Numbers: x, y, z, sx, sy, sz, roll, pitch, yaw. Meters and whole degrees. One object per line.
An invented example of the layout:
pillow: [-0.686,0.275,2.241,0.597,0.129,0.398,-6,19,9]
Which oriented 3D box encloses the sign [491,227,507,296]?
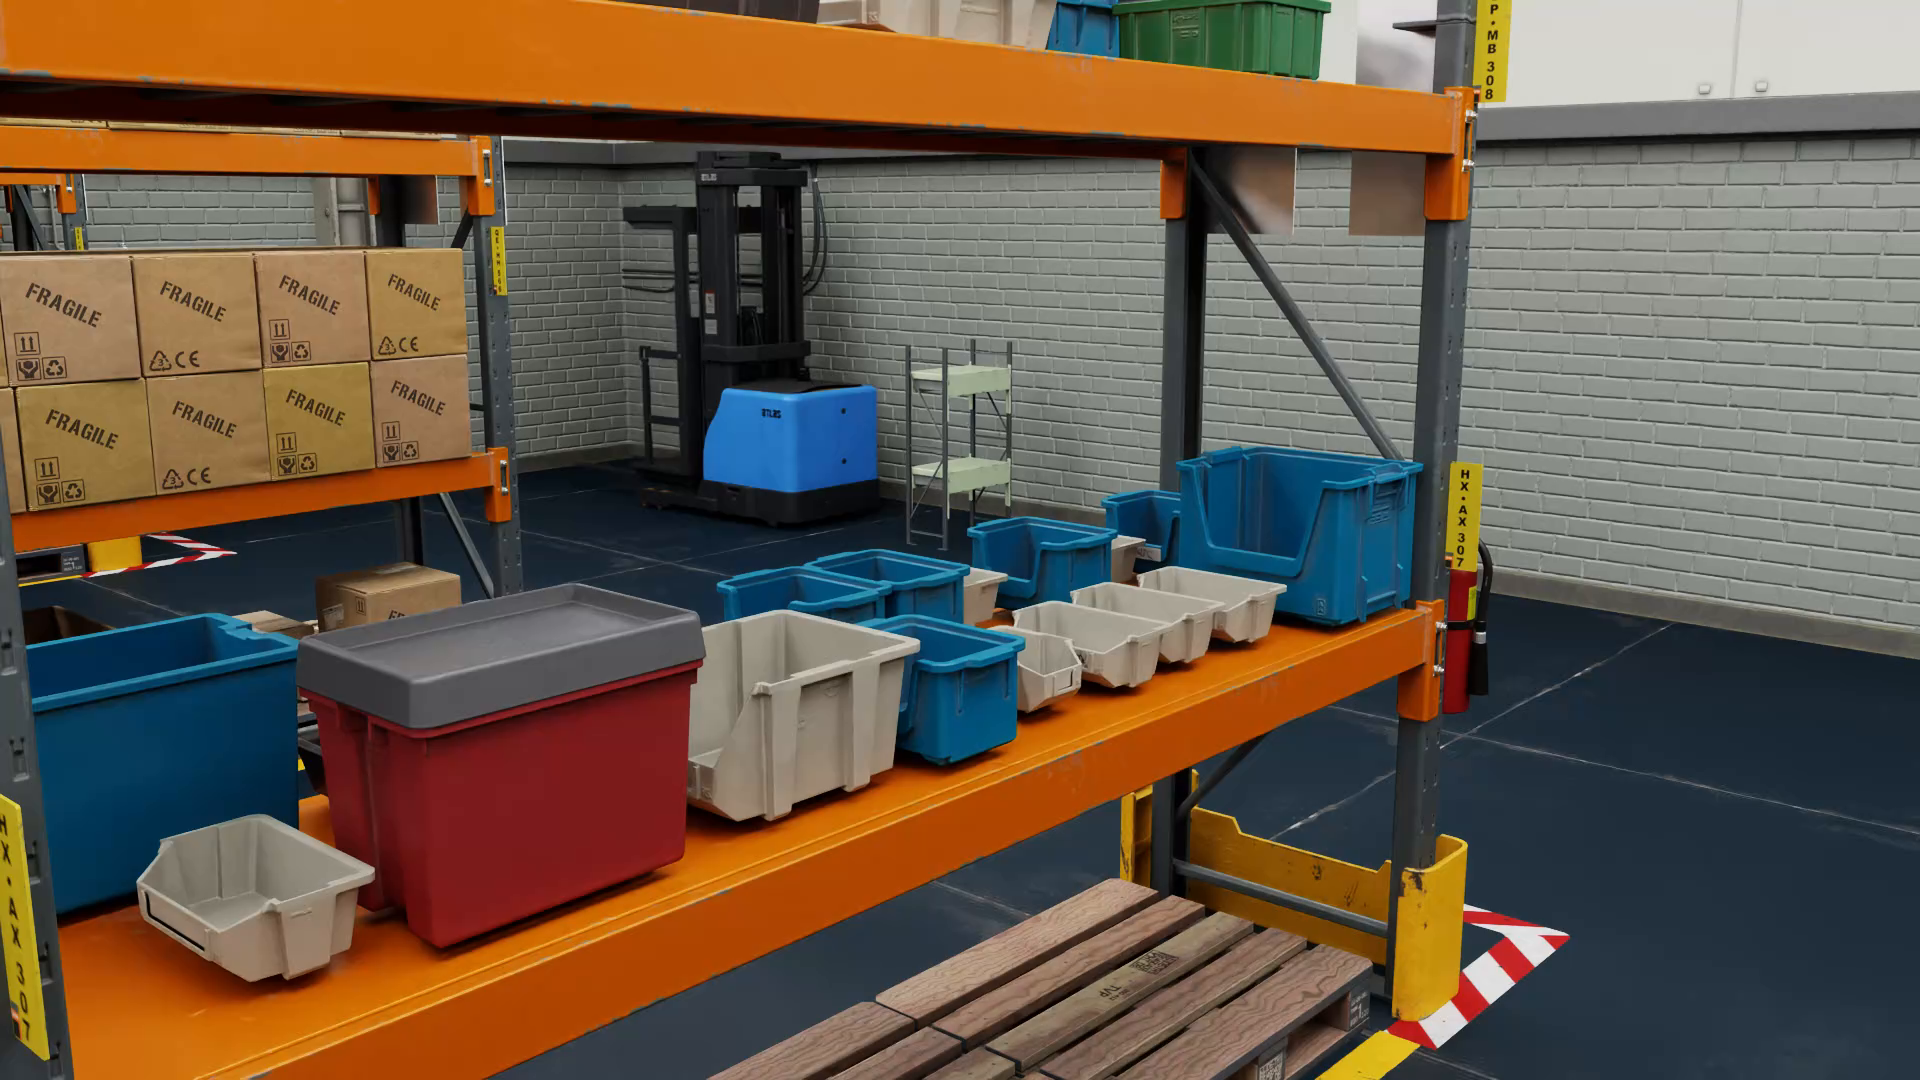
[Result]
sign: [-2.228,-1.348,8.036,0.100,0.325,0.005,10,15,40]

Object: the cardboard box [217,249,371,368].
cardboard box: [-3.052,-1.063,7.569,0.500,0.500,0.500,10,15,42]

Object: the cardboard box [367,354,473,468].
cardboard box: [-2.723,-0.647,8.039,0.500,0.500,0.500,10,15,42]

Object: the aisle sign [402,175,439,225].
aisle sign: [-2.808,-2.022,8.541,0.394,0.787,0.004,10,15,40]

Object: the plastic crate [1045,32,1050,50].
plastic crate: [-0.129,-1.310,4.110,0.504,0.338,0.767,10,15,40]

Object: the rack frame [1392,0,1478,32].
rack frame: [1.086,-3.000,4.758,1.000,3.000,0.127,10,15,40]

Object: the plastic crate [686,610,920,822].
plastic crate: [-0.408,0.358,3.410,0.437,0.282,0.530,10,15,40]

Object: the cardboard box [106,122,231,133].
cardboard box: [-3.432,-1.840,6.989,0.500,0.250,0.500,10,15,40]

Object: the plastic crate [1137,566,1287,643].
plastic crate: [0.684,0.185,4.648,0.396,0.136,0.243,10,15,40]

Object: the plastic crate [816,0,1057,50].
plastic crate: [-0.091,-1.064,3.395,0.437,0.136,0.530,10,15,40]

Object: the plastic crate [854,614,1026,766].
plastic crate: [-0.077,0.329,3.677,0.416,0.233,0.300,10,15,40]

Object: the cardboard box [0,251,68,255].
cardboard box: [-4.131,-0.982,7.161,0.500,0.500,0.500,10,15,40]

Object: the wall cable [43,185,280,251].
wall cable: [-6.221,-2.148,13.215,0.084,1.984,1.851,10,15,40]

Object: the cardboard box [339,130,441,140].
cardboard box: [-2.773,-1.987,7.727,0.500,0.250,0.500,10,15,40]

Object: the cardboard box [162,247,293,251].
cardboard box: [-3.462,-1.130,7.901,0.500,0.500,0.500,10,15,41]

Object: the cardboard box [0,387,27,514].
cardboard box: [-4.064,-0.349,6.544,0.500,0.500,0.500,10,15,40]

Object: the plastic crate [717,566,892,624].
plastic crate: [-0.391,0.226,4.196,0.416,0.233,0.300,10,15,40]

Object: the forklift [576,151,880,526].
forklift: [-2.105,-1.761,14.046,3.031,2.935,1.130,10,15,40]

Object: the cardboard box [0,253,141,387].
cardboard box: [-3.730,-0.911,6.805,0.500,0.500,0.500,10,15,42]

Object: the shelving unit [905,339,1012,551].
shelving unit: [-0.004,-0.734,12.559,0.431,1.500,0.755,10,15,40]

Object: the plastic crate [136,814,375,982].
plastic crate: [-1.140,0.580,2.669,0.396,0.136,0.243,10,15,40]

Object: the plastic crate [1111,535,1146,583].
plastic crate: [0.402,0.072,5.214,0.250,0.136,0.298,10,15,40]

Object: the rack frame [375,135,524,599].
rack frame: [-2.632,-0.699,8.555,1.000,3.000,0.127,10,15,40]

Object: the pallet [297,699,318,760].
pallet: [-3.208,0.797,8.184,1.003,0.211,1.213,10,15,40]

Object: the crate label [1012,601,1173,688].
crate label: [0.316,0.270,4.223,0.396,0.136,0.243,10,15,40]

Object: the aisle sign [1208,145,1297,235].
aisle sign: [0.911,-1.382,5.336,0.394,0.787,0.004,10,15,40]

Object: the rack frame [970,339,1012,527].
rack frame: [0.237,-0.788,12.829,0.400,1.500,0.023,10,15,40]

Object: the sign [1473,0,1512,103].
sign: [1.510,-1.409,4.718,0.100,0.325,0.005,10,15,40]

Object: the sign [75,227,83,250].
sign: [-5.957,-1.951,11.261,0.100,0.325,0.005,10,15,40]

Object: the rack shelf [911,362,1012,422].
rack shelf: [-0.004,-1.117,12.483,0.431,0.370,0.720,10,15,40]

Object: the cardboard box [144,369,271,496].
cardboard box: [-3.397,-0.498,7.290,0.500,0.500,0.500,10,15,41]

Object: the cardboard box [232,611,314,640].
cardboard box: [-3.534,0.550,8.196,0.500,0.250,0.500,10,15,40]

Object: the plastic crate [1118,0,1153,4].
plastic crate: [0.623,-1.445,4.961,0.497,0.269,0.590,10,15,40]

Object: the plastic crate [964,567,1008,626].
plastic crate: [-0.046,0.171,4.714,0.250,0.136,0.298,10,15,40]

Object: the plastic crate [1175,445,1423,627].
plastic crate: [1.006,-0.032,4.969,0.616,0.435,0.499,10,15,40]

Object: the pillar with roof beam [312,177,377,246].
pillar with roof beam: [-1.989,-4.234,10.933,9.100,9.000,0.400,10,15,40]

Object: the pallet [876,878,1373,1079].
pallet: [0.513,1.425,5.036,1.003,0.211,1.213,10,15,40]

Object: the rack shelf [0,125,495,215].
rack shelf: [-3.952,-1.523,6.858,1.077,0.370,4.000,10,15,40]

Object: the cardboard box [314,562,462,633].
cardboard box: [-2.806,0.422,8.197,0.500,0.500,0.500,10,15,40]

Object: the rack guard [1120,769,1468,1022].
rack guard: [1.092,1.162,5.617,1.175,0.500,0.348,10,15,40]

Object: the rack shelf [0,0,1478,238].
rack shelf: [-0.234,-0.882,3.649,1.077,0.370,4.000,10,15,40]
